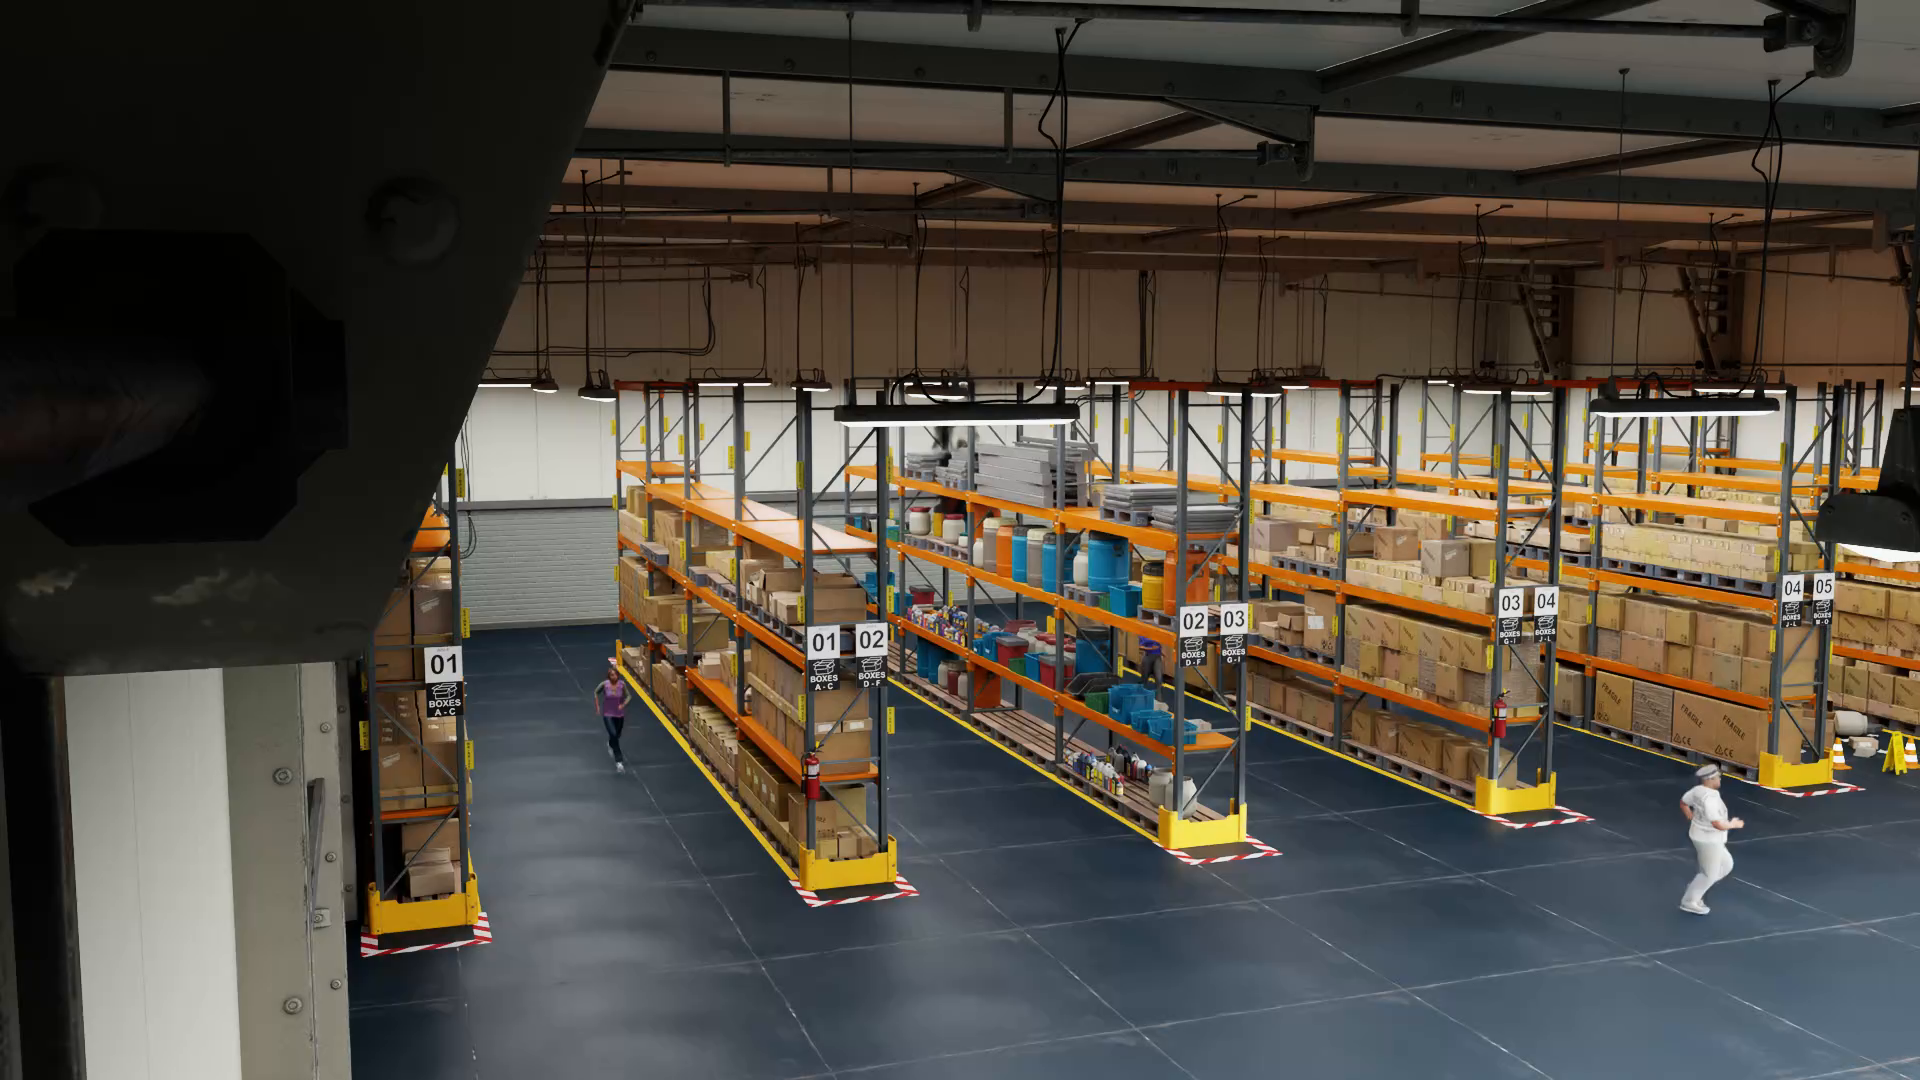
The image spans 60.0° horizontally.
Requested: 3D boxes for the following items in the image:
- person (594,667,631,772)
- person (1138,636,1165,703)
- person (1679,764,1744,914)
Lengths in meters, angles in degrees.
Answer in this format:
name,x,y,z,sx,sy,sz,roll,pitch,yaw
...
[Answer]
name,x,y,z,sx,sy,sz,roll,pitch,yaw
person,-5.455,2.781,26.182,0.557,1.583,0.929,-2,6,-21
person,3.546,2.239,30.753,0.575,1.645,0.938,-2,6,-17
person,8.650,3.433,19.119,0.655,1.752,0.646,1,6,11
